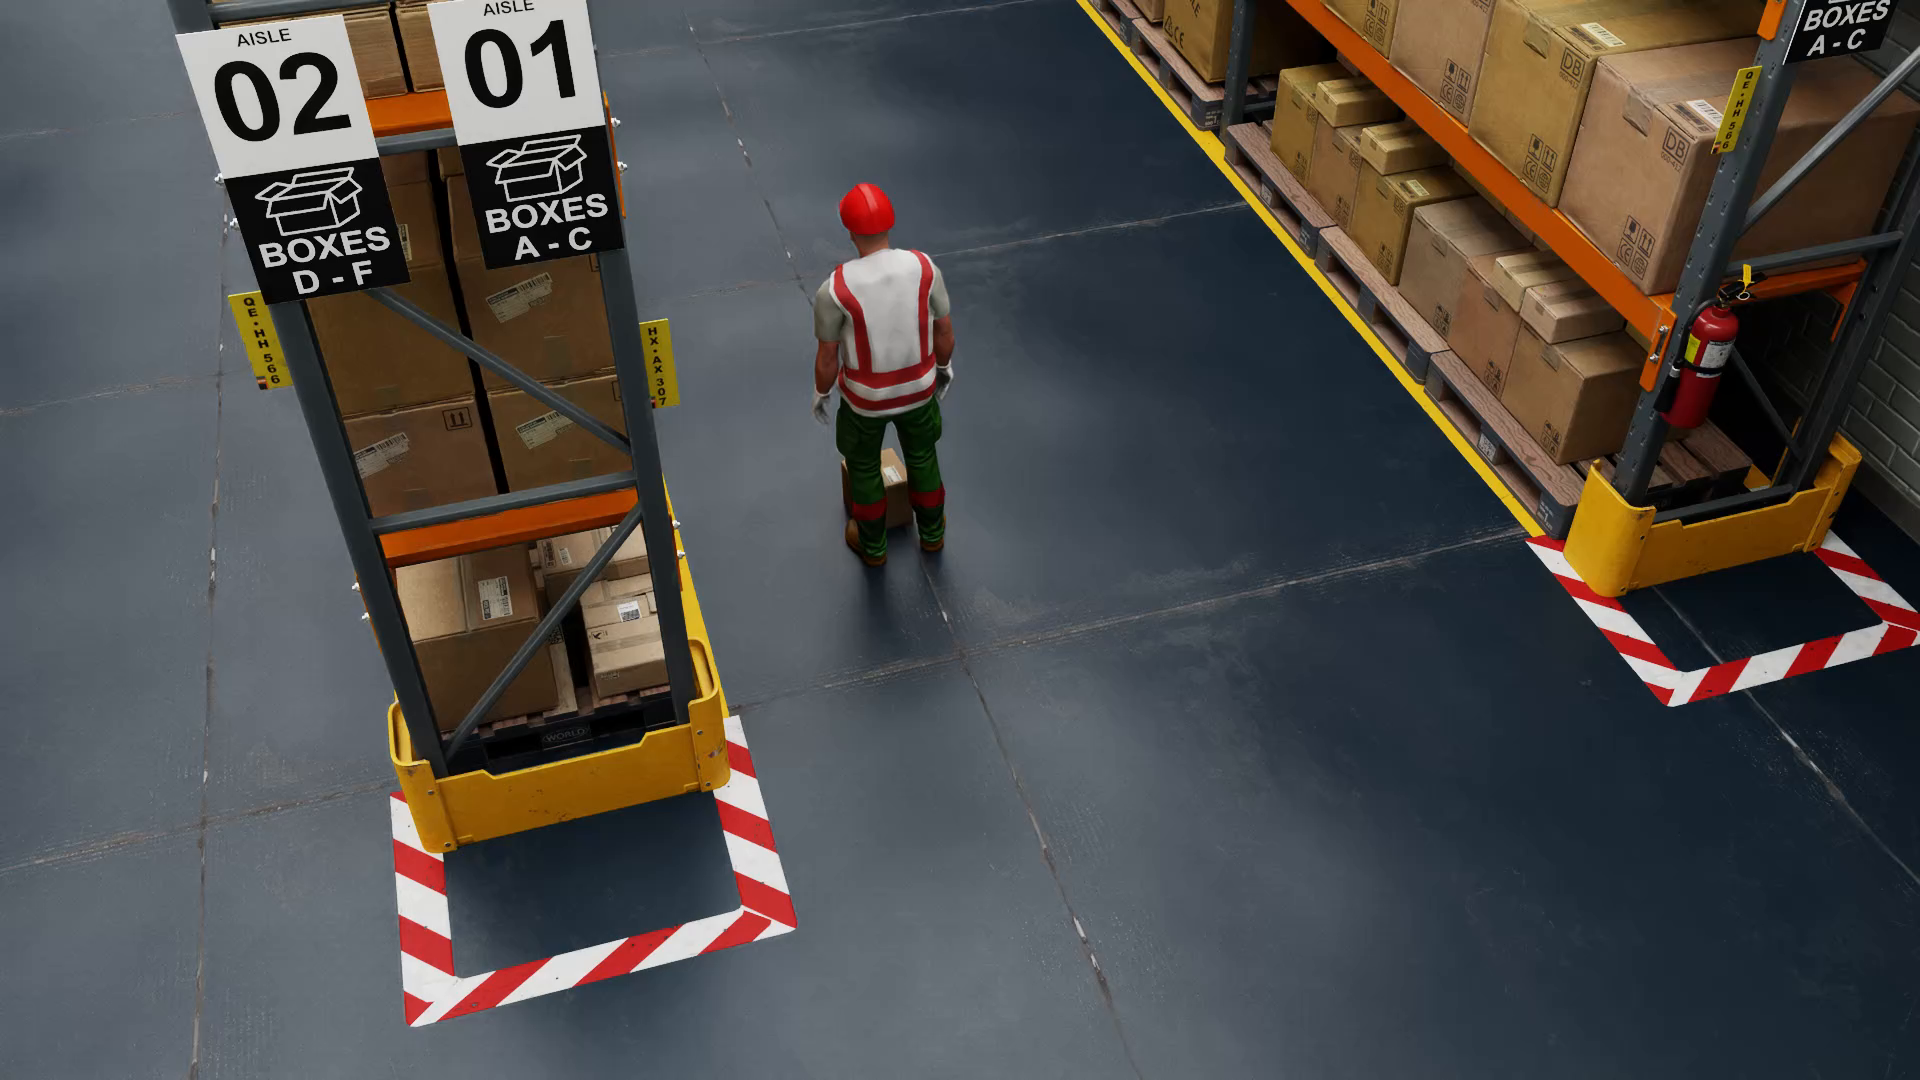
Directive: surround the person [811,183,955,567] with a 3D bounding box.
[{"bbox_3d":[-0.313,-0.643,6.866,0.623,1.780,0.450,-13,43,-14],"label":"person"}]
